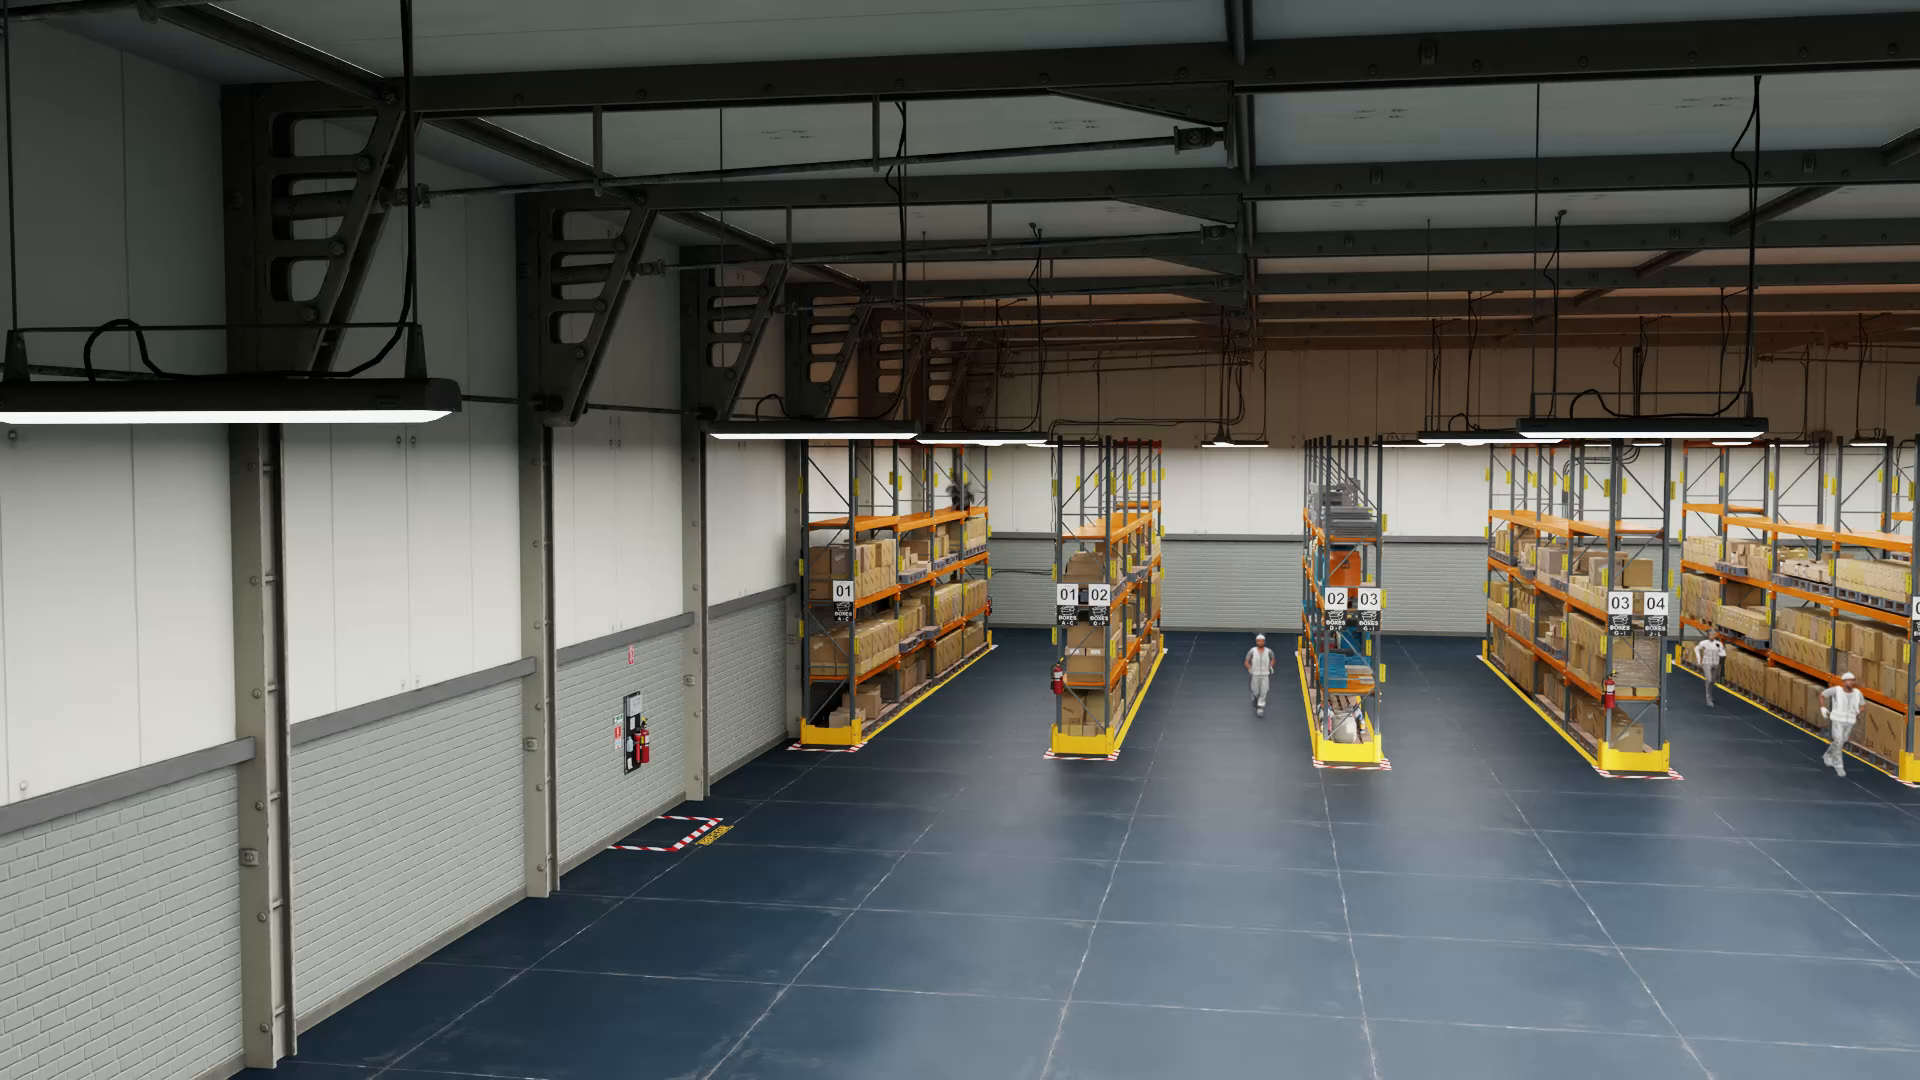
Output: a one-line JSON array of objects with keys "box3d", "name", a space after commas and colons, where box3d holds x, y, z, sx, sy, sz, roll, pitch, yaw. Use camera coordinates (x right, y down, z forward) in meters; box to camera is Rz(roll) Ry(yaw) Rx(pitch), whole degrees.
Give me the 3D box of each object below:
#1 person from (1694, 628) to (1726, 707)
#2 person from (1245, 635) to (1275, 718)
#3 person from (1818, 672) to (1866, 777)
[{"box3d": [16.905, 2.845, 37.440, 0.587, 1.736, 0.808, 0, 3, 6], "name": "person"}, {"box3d": [6.462, 2.915, 35.730, 0.655, 1.762, 0.832, 0, 3, 4], "name": "person"}, {"box3d": [15.682, 3.236, 29.504, 0.715, 1.778, 0.977, 0, 3, 1], "name": "person"}]
